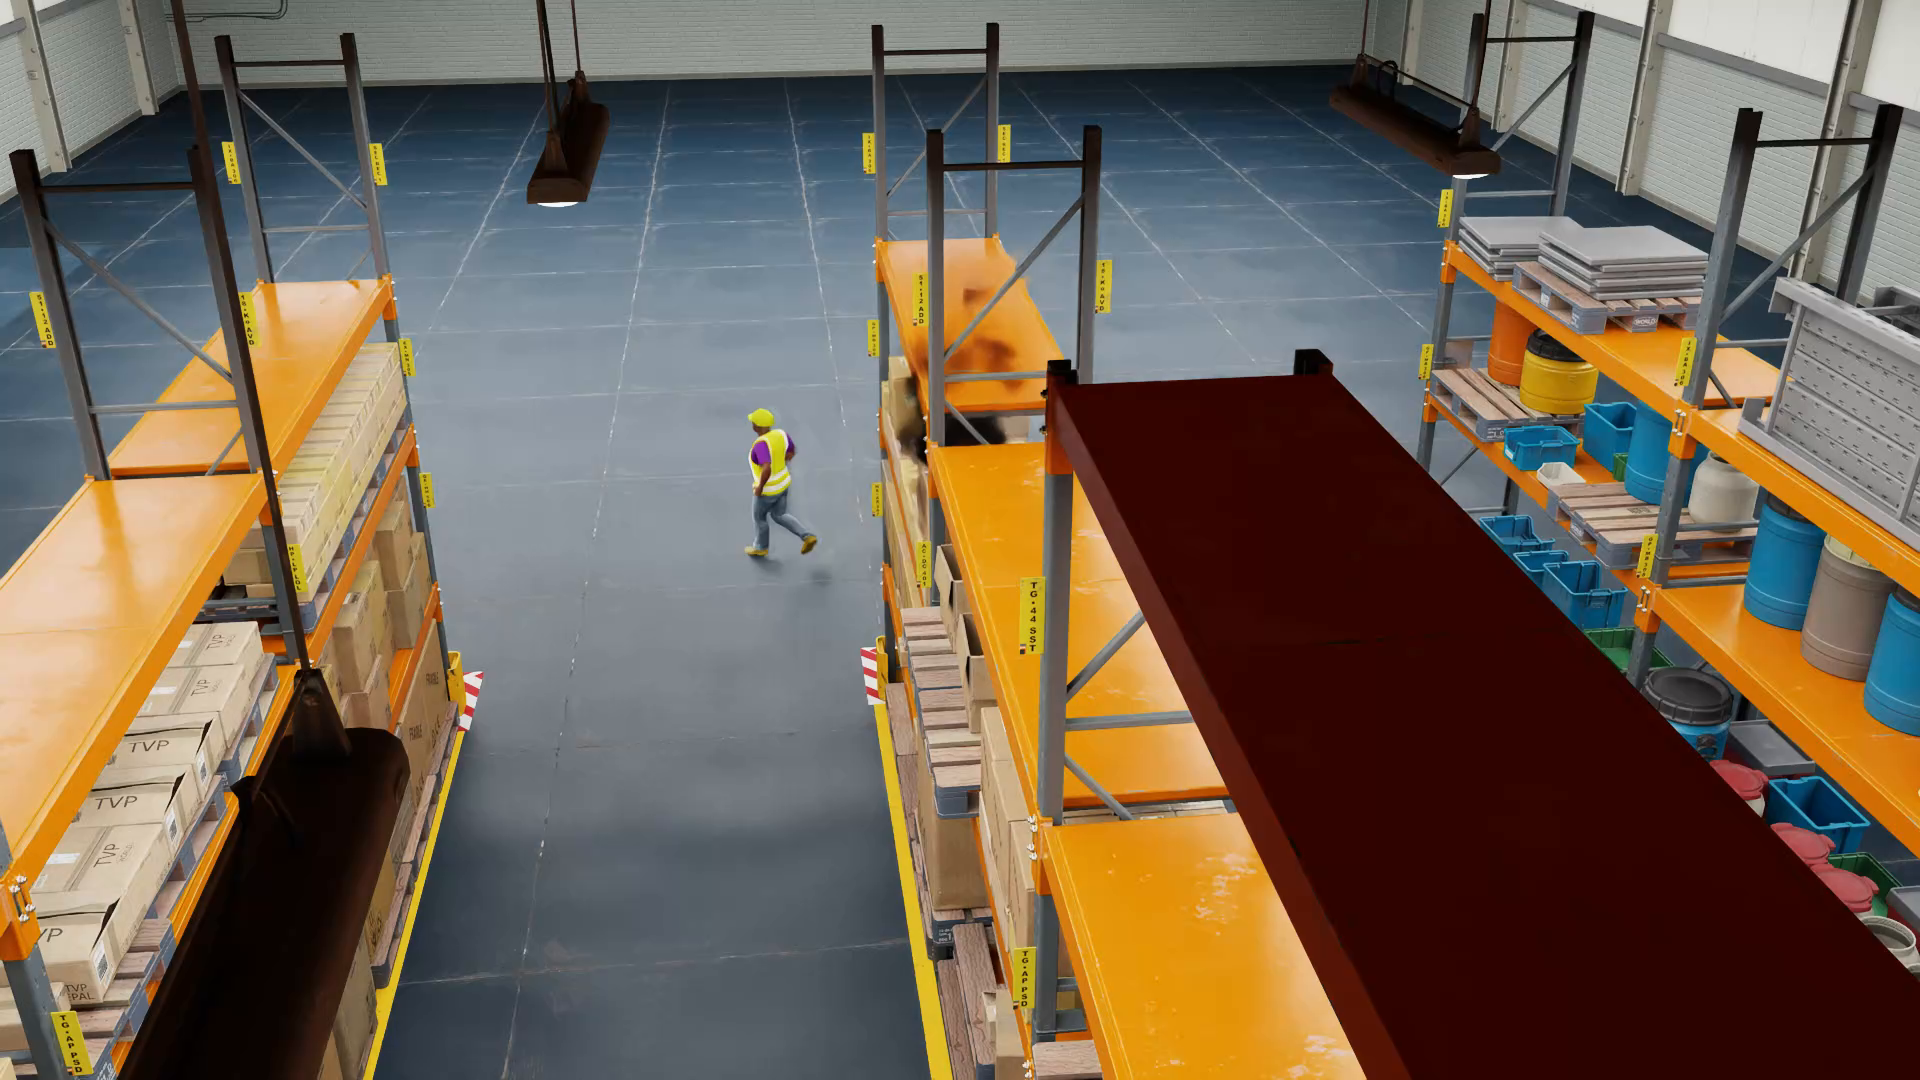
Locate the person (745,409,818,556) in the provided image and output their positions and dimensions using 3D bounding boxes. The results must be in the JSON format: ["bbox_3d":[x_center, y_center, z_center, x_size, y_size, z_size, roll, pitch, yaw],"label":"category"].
[{"bbox_3d":[-1.964,-0.557,17.663,0.959,1.751,0.726,13,28,25],"label":"person"}]
